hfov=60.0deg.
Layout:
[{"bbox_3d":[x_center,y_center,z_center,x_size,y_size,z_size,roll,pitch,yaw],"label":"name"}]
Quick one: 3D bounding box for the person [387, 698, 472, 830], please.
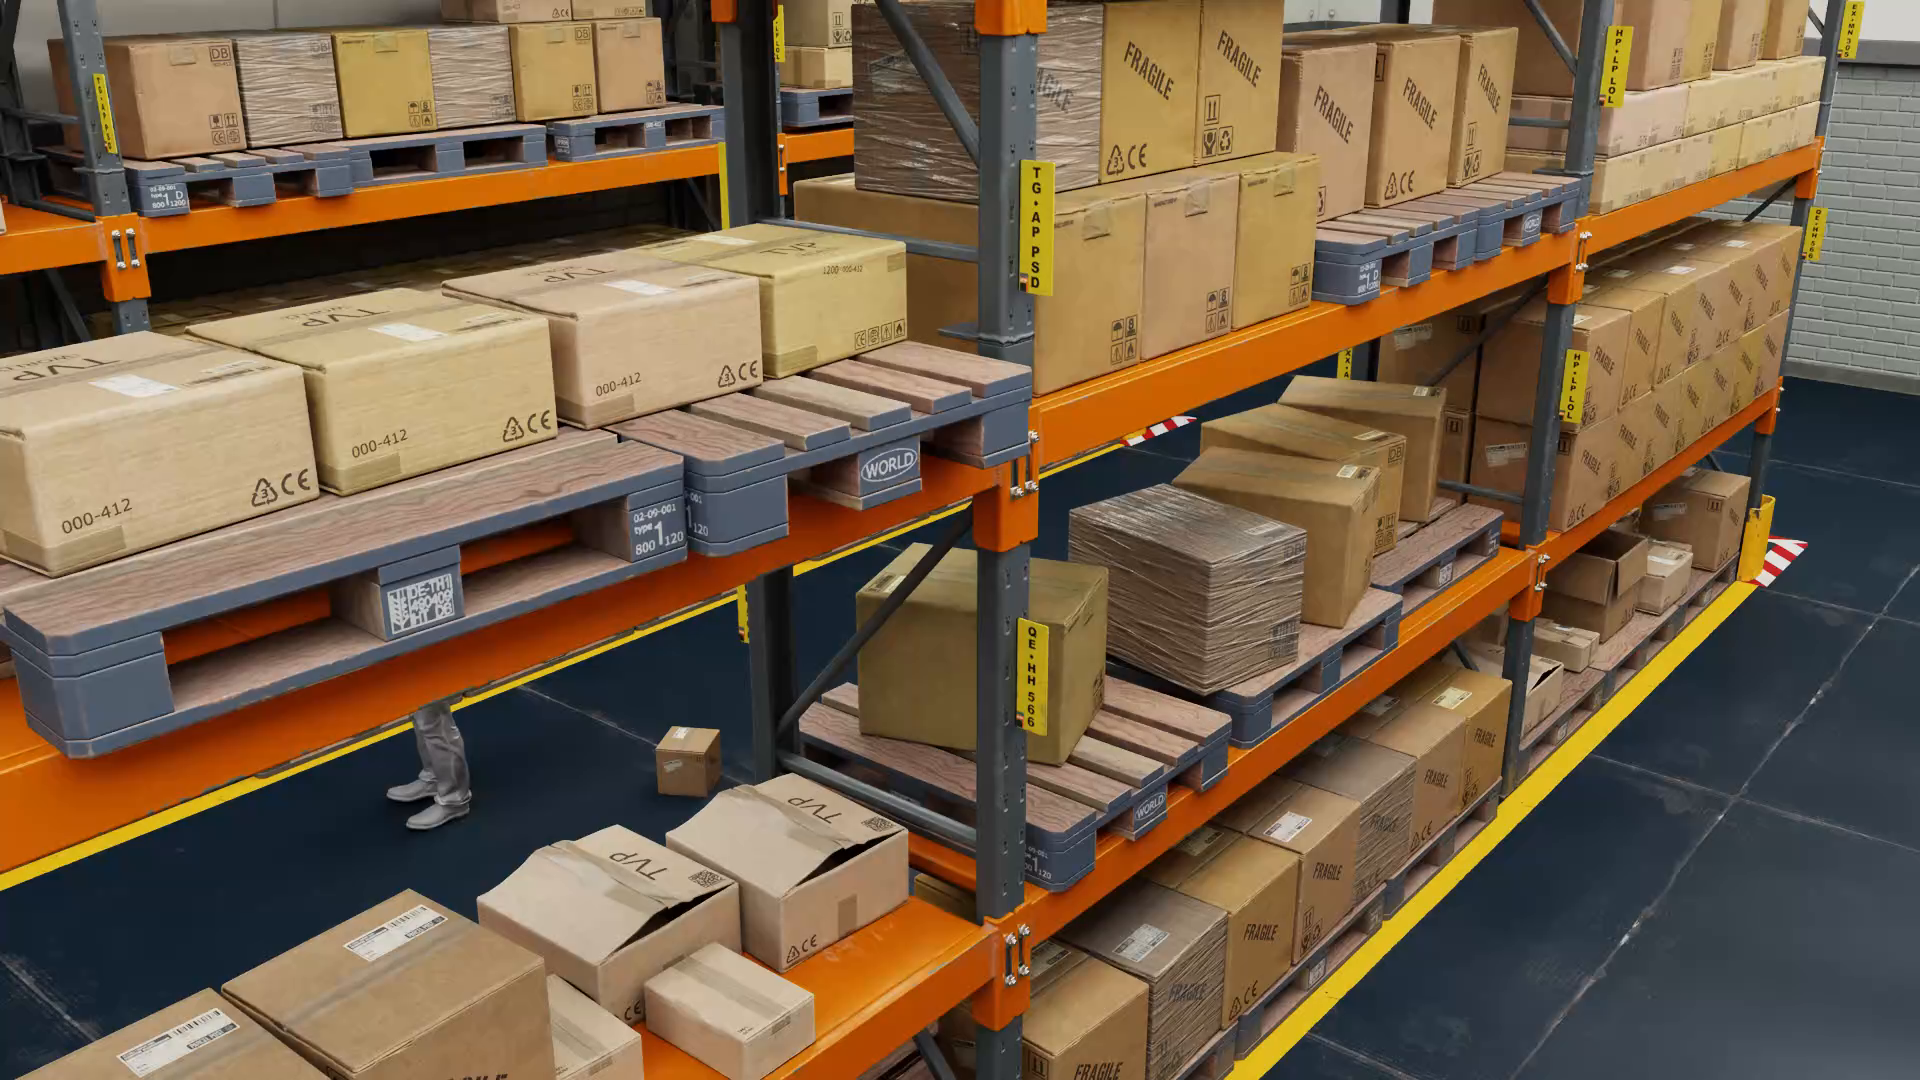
[{"bbox_3d":[-2.532,0.472,7.740,0.367,1.771,0.565,-12,23,-29],"label":"person"}]
